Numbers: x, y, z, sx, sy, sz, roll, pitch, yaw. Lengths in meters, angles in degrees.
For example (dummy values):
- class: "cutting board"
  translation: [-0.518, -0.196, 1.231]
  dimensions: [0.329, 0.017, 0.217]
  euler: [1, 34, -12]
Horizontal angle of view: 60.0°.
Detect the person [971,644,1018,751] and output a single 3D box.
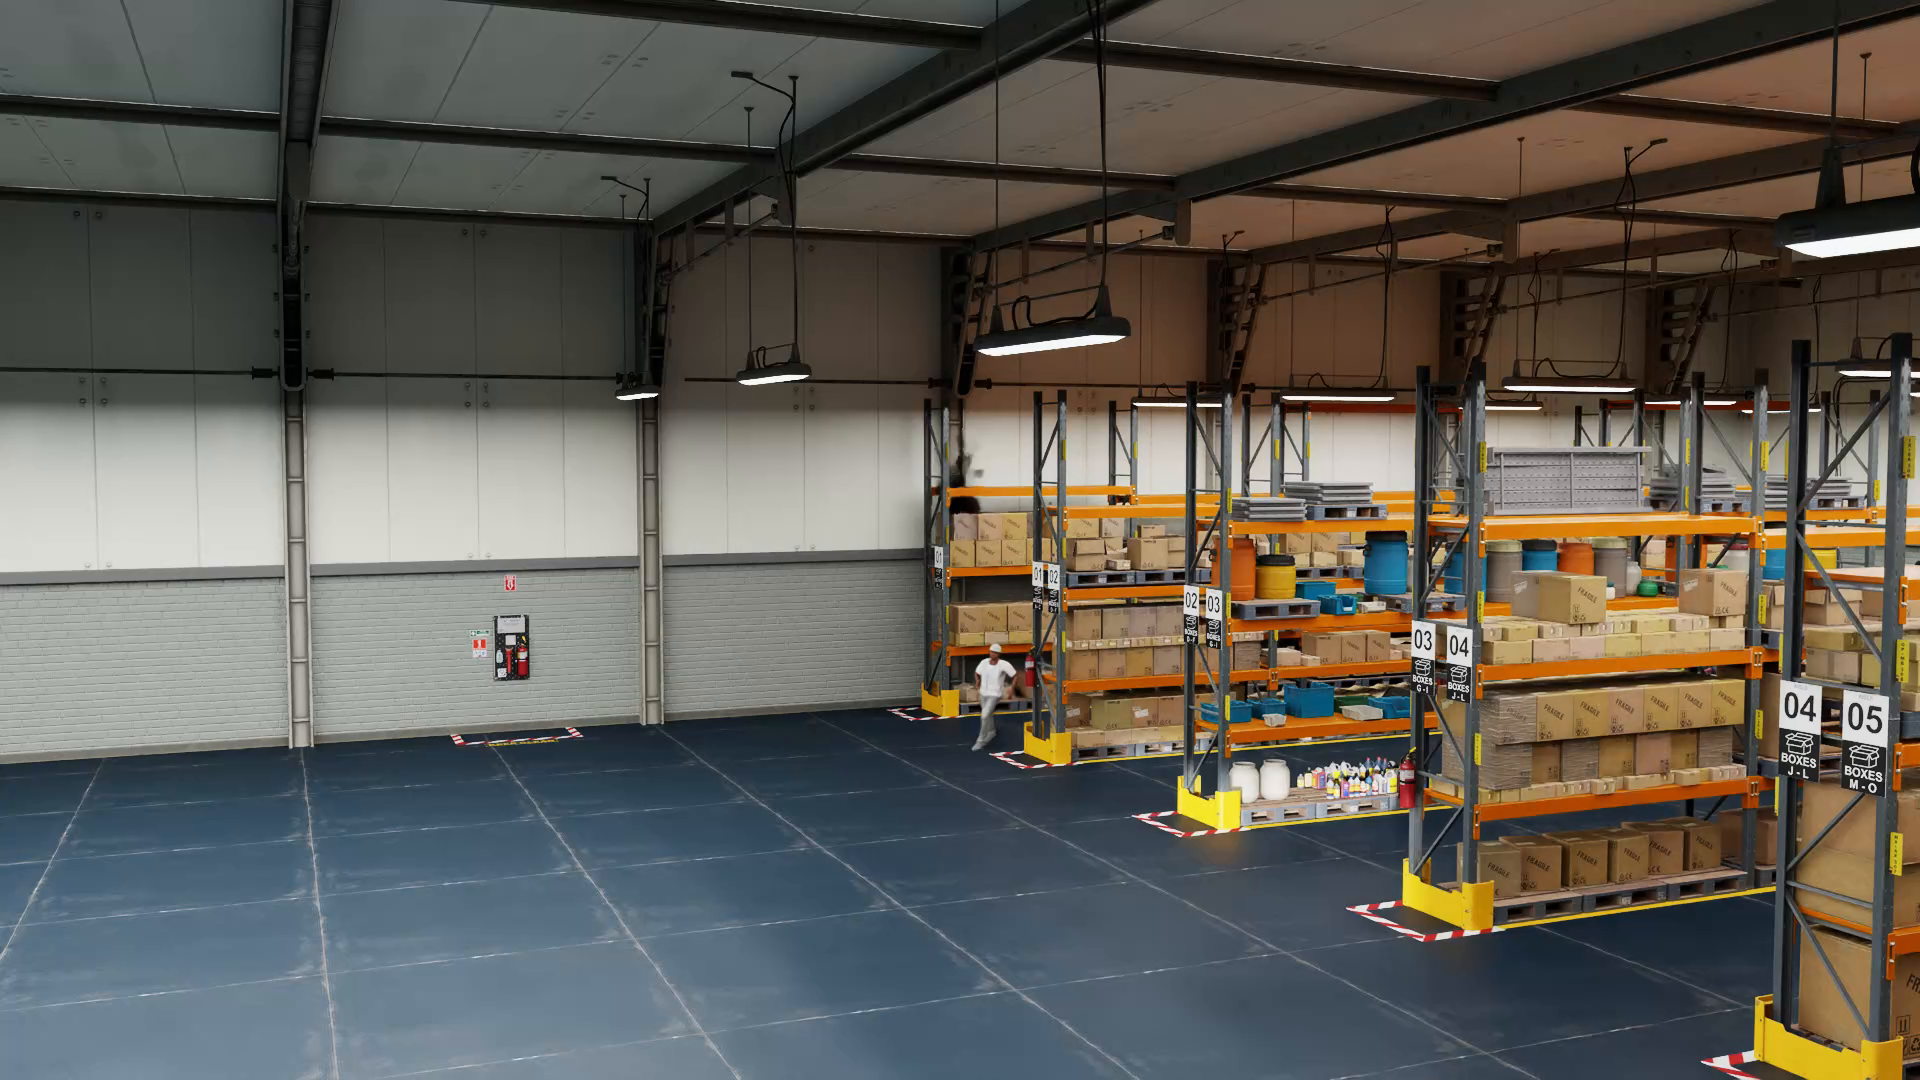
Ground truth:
- class: "person"
  translation: [0.540, 2.636, 28.031]
  dimensions: [0.765, 1.784, 0.805]
  euler: [2, 4, 37]
